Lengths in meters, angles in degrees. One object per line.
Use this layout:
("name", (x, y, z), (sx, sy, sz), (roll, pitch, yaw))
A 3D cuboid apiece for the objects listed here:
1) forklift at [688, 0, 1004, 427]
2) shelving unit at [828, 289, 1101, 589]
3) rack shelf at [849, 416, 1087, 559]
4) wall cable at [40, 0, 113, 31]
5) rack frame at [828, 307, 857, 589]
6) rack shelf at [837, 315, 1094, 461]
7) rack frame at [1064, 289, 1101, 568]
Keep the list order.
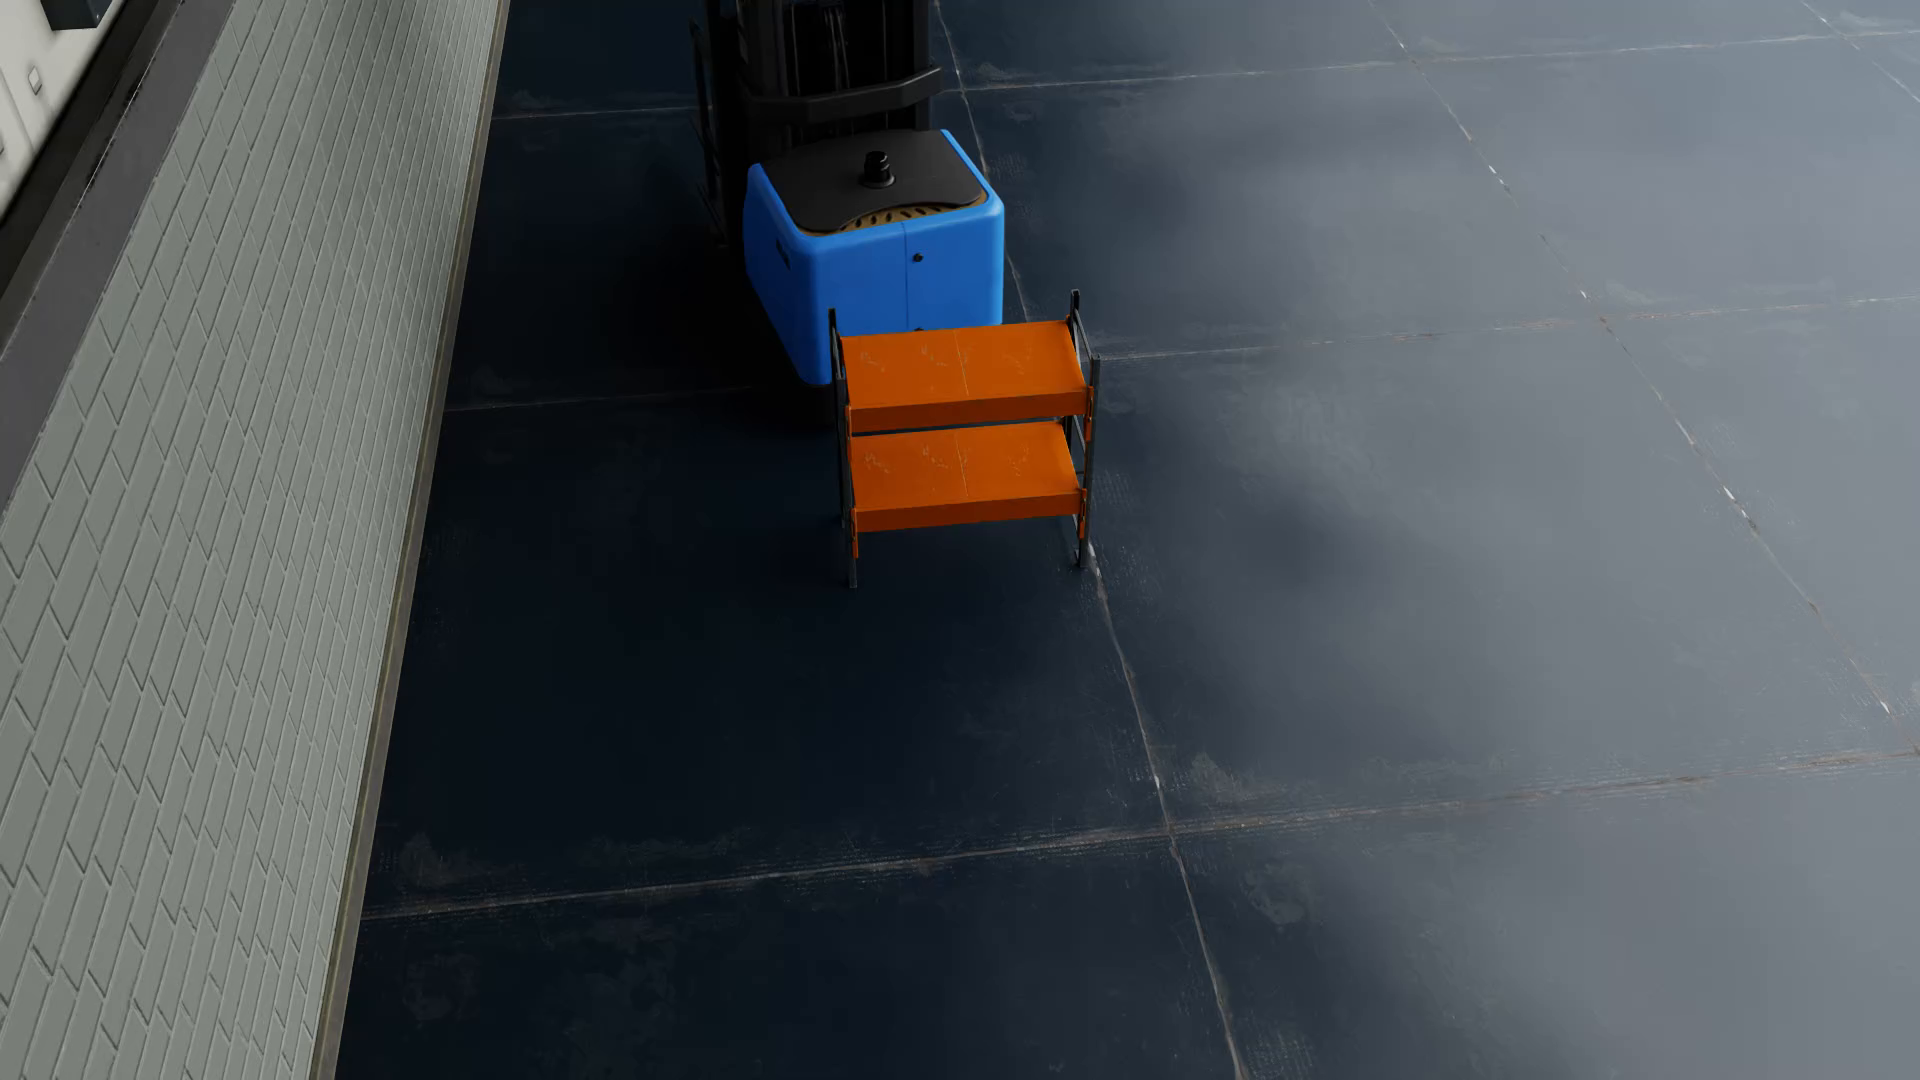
("forklift", (-0.775, -2.626, 8.188), (1.130, 2.935, 3.031), (-14, 44, -15))
("shelving unit", (0.007, -0.418, 7.089), (1.048, 1.125, 0.538), (-5, 42, -6))
("rack shelf", (0.007, -0.237, 7.253), (1.000, 0.278, 0.538), (-5, 42, -6))
("wall cable", (-2.303, -4.246, 2.915), (0.169, 6.003, 2.305), (-5, 42, -6))
("rack frame", (-0.497, -0.374, 7.040), (0.032, 1.125, 0.500), (-5, 42, -6))
("rack shelf", (0.007, -0.636, 6.893), (1.000, 0.278, 0.538), (-5, 42, -6))
("rack frame", (0.511, -0.462, 7.138), (0.032, 1.125, 0.500), (-5, 42, -6))
